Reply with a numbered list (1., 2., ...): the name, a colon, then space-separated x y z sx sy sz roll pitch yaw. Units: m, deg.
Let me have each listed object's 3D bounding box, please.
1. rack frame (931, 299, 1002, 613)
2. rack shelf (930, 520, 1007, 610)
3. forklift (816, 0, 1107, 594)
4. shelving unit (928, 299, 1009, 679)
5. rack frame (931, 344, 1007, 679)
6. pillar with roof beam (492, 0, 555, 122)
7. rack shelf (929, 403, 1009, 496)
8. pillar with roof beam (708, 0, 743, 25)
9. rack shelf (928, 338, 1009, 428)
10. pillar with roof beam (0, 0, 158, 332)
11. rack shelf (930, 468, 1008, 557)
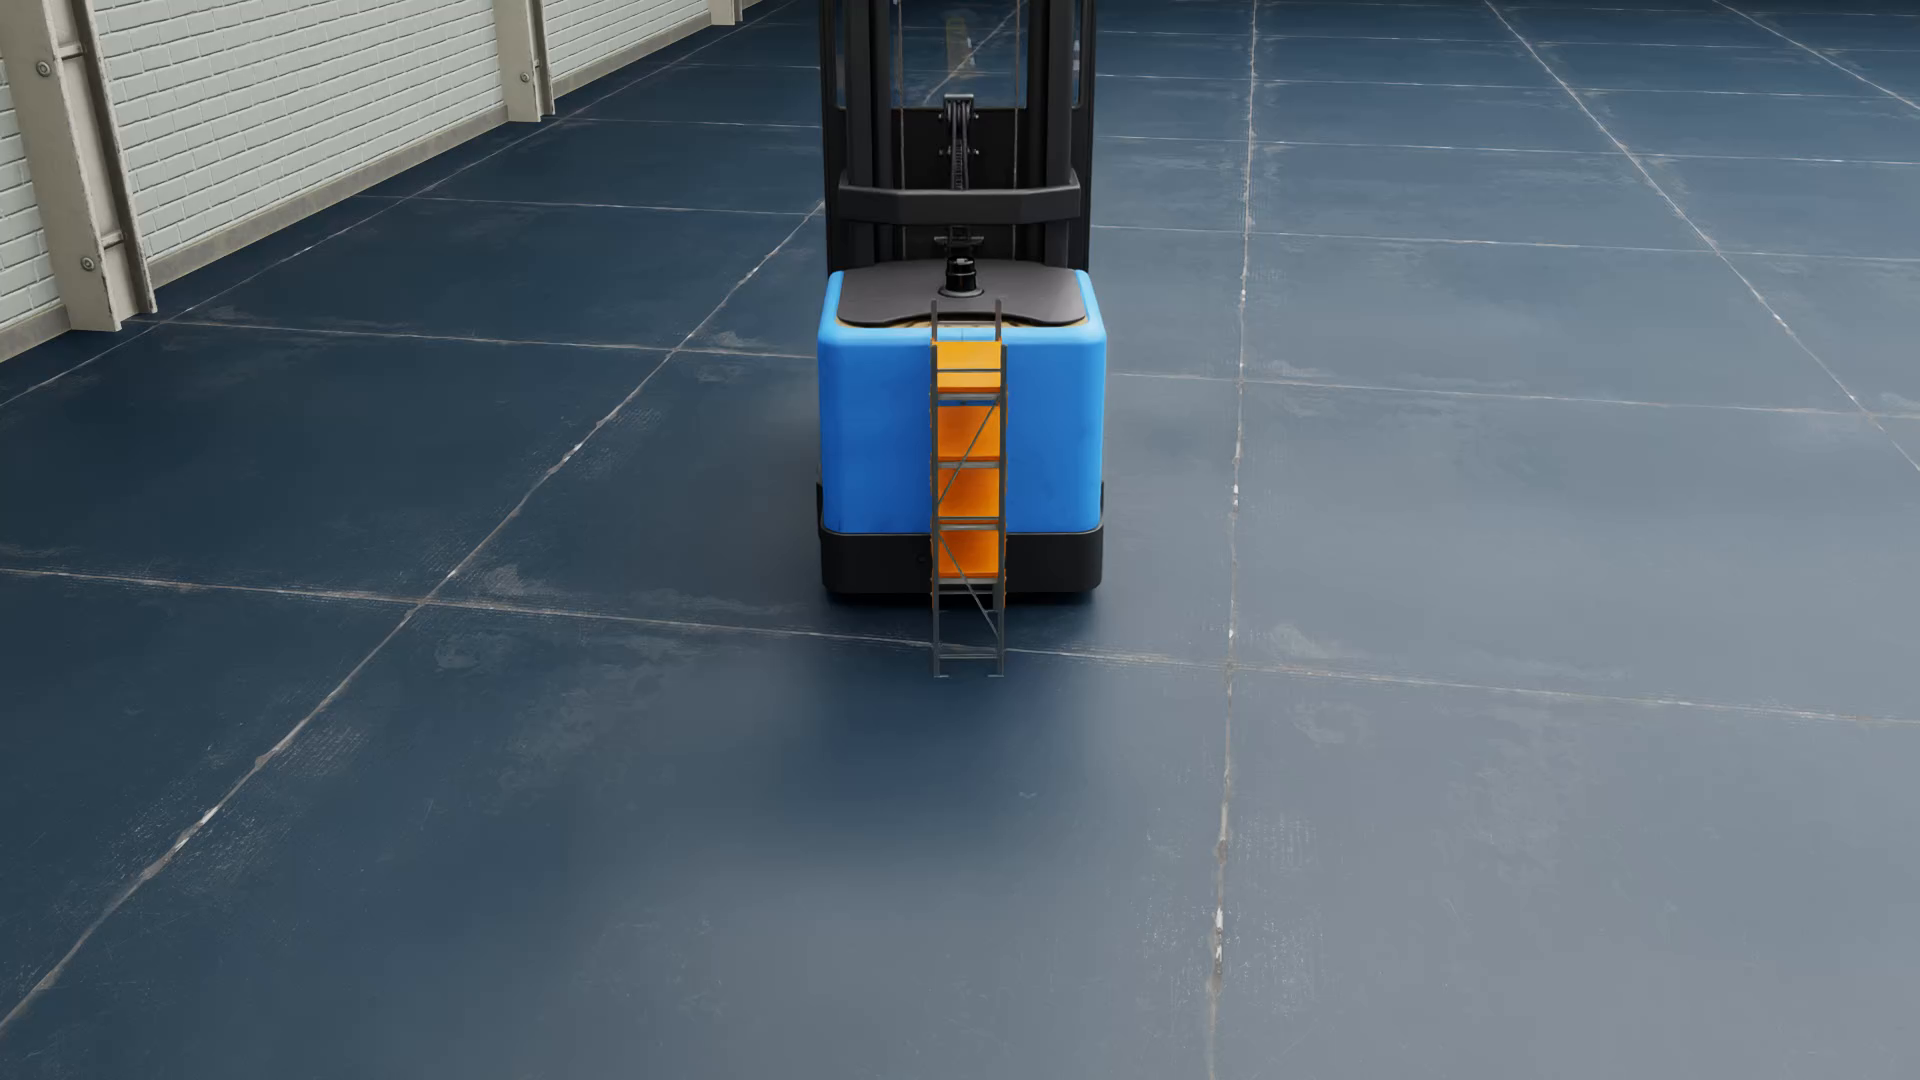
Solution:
1. rack frame: 0.022 -0.275 5.923 0.240 1.200 0.015 0 25 -1
2. rack shelf: 0.025 0.069 5.815 0.258 0.148 0.480 0 25 -1
3. forklift: -0.012 -1.708 6.941 1.130 2.935 3.031 0 25 -1
4. shelving unit: 0.025 -0.172 5.702 0.258 1.200 0.503 0 25 -1
5. rack frame: 0.029 -0.068 5.481 0.240 1.200 0.015 0 25 -1
6. pillar with roof beam: 0.430 -7.535 12.233 9.100 9.000 0.400 4 25 9
7. rack shelf: 0.025 -0.314 5.636 0.258 0.148 0.480 0 25 -1
8. pillar with roof beam: 1.410 -10.045 17.594 9.100 9.000 0.400 4 25 9
9. rack shelf: 0.025 -0.528 5.535 0.258 0.148 0.480 0 25 -1
10. pillar with roof beam: -0.551 -5.026 6.872 9.100 9.000 0.400 4 25 9
11. rack shelf: 0.025 -0.111 5.730 0.258 0.148 0.480 0 25 -1
